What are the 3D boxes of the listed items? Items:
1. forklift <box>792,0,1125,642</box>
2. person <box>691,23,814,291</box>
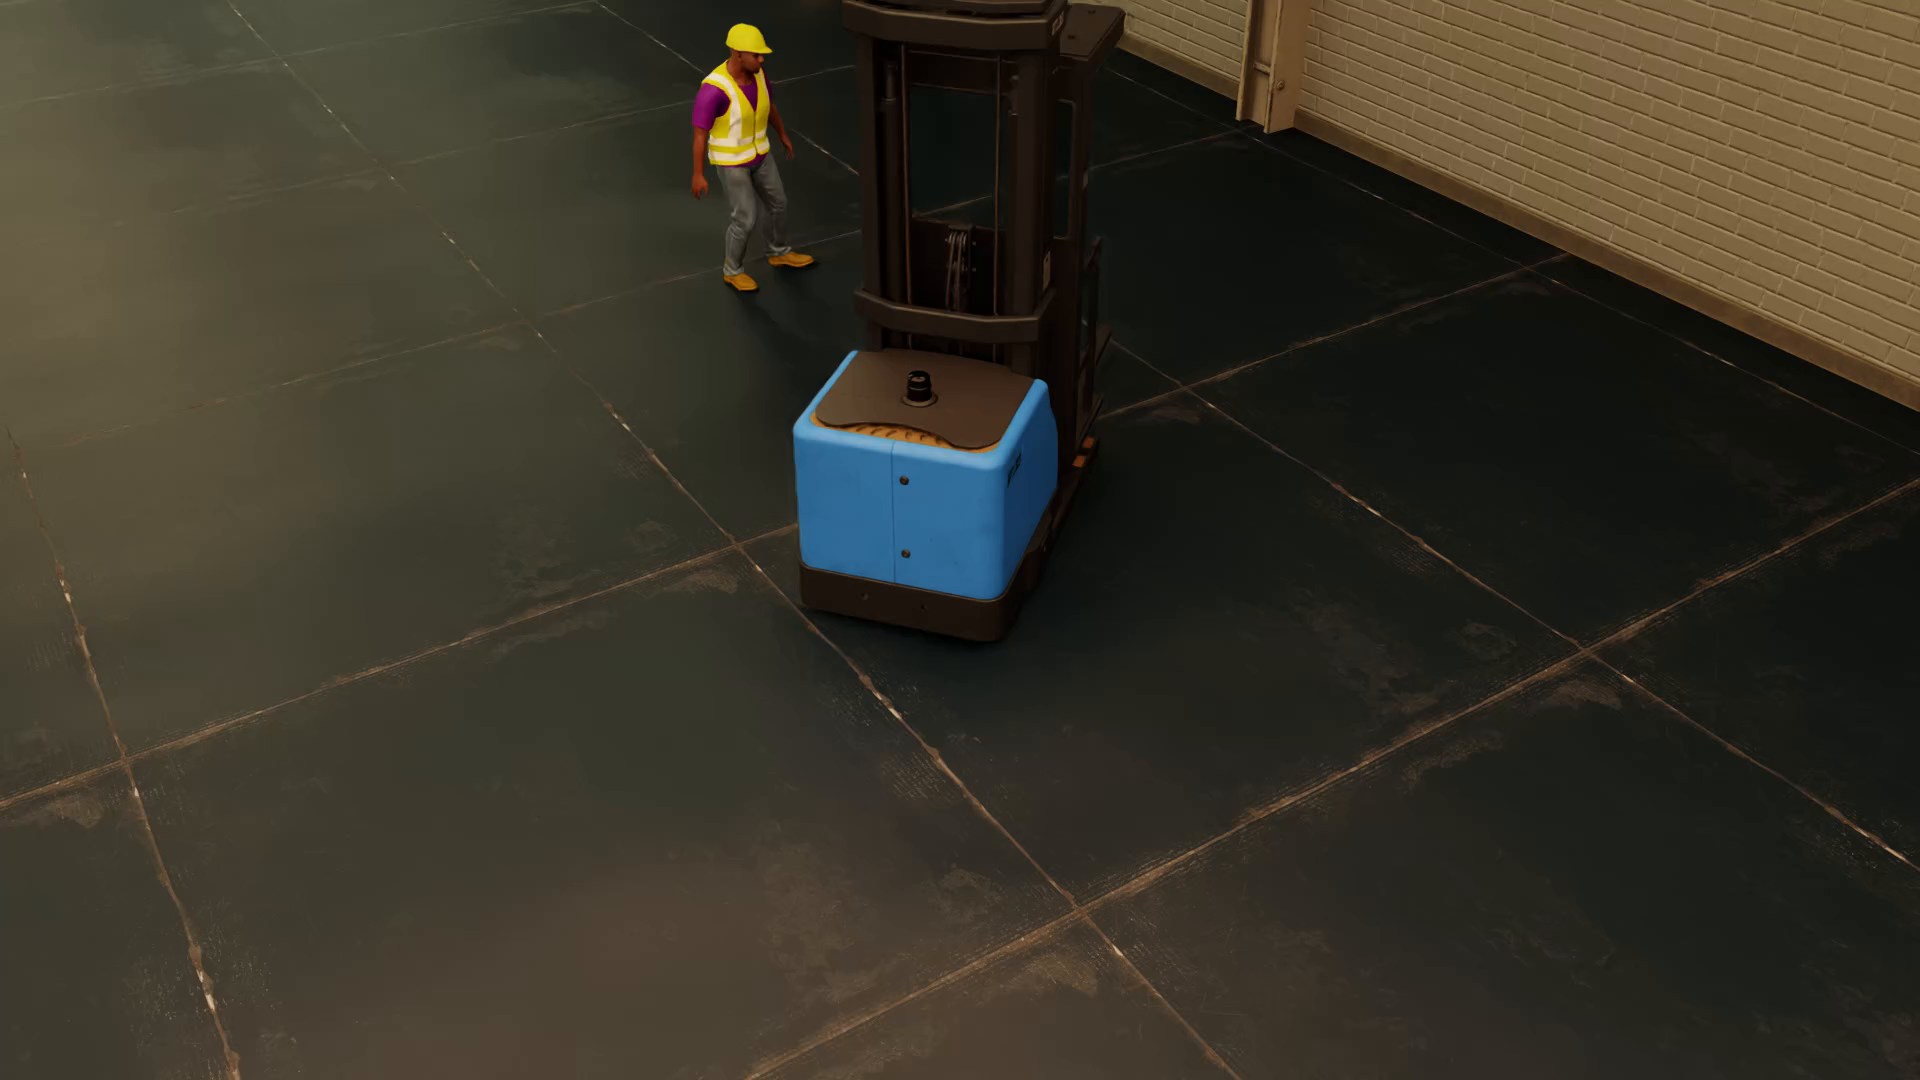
[{"bbox_3d":[0.147,-1.562,8.371,1.130,2.935,3.031,10,36,14],"label":"forklift"},{"bbox_3d":[-1.359,-2.459,10.687,0.428,1.737,0.841,21,40,27],"label":"person"}]
